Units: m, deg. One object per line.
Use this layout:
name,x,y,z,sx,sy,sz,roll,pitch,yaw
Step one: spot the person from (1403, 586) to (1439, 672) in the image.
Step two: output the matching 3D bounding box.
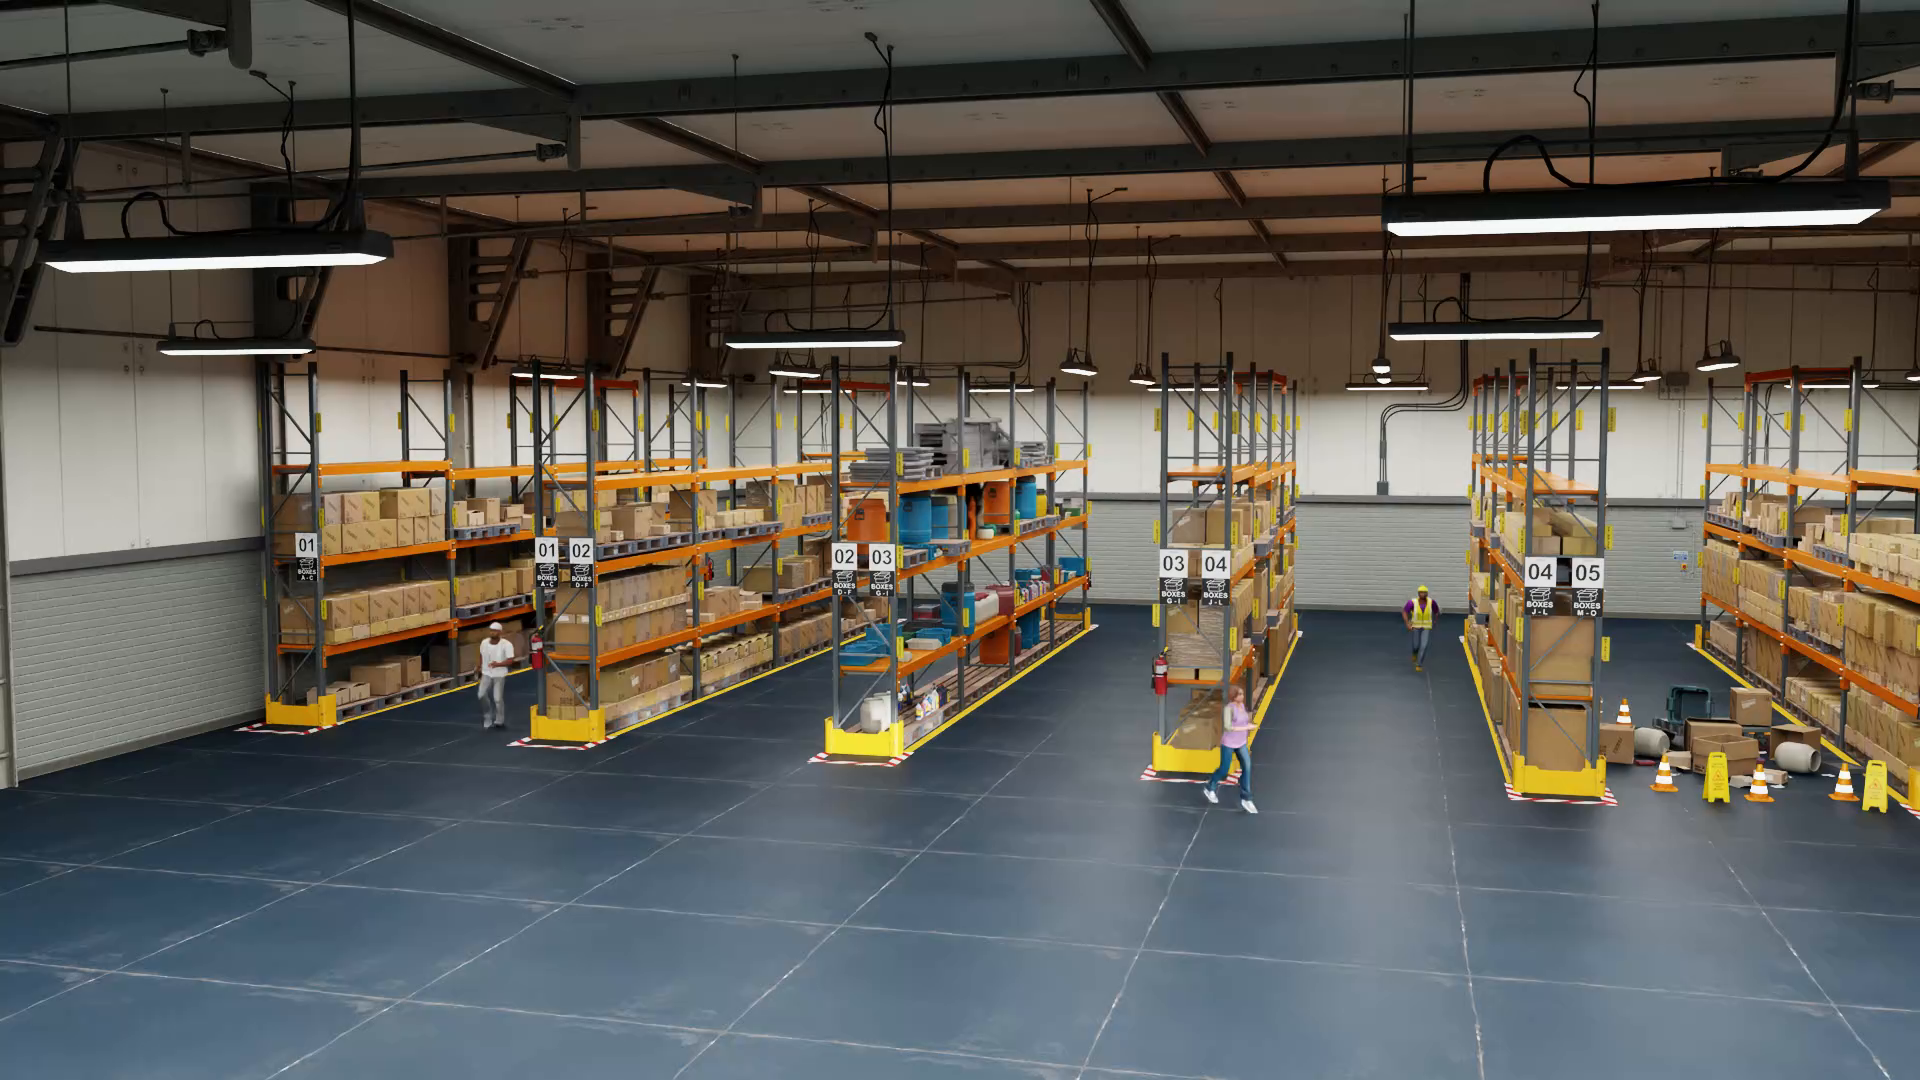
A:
person,9.335,1.782,33.662,0.724,1.734,0.714,1,4,8

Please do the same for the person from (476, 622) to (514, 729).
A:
person,-7.621,2.219,27.214,0.682,1.762,0.668,1,4,7

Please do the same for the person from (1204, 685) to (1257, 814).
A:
person,3.509,2.674,21.495,0.515,1.629,0.822,-3,5,-41
